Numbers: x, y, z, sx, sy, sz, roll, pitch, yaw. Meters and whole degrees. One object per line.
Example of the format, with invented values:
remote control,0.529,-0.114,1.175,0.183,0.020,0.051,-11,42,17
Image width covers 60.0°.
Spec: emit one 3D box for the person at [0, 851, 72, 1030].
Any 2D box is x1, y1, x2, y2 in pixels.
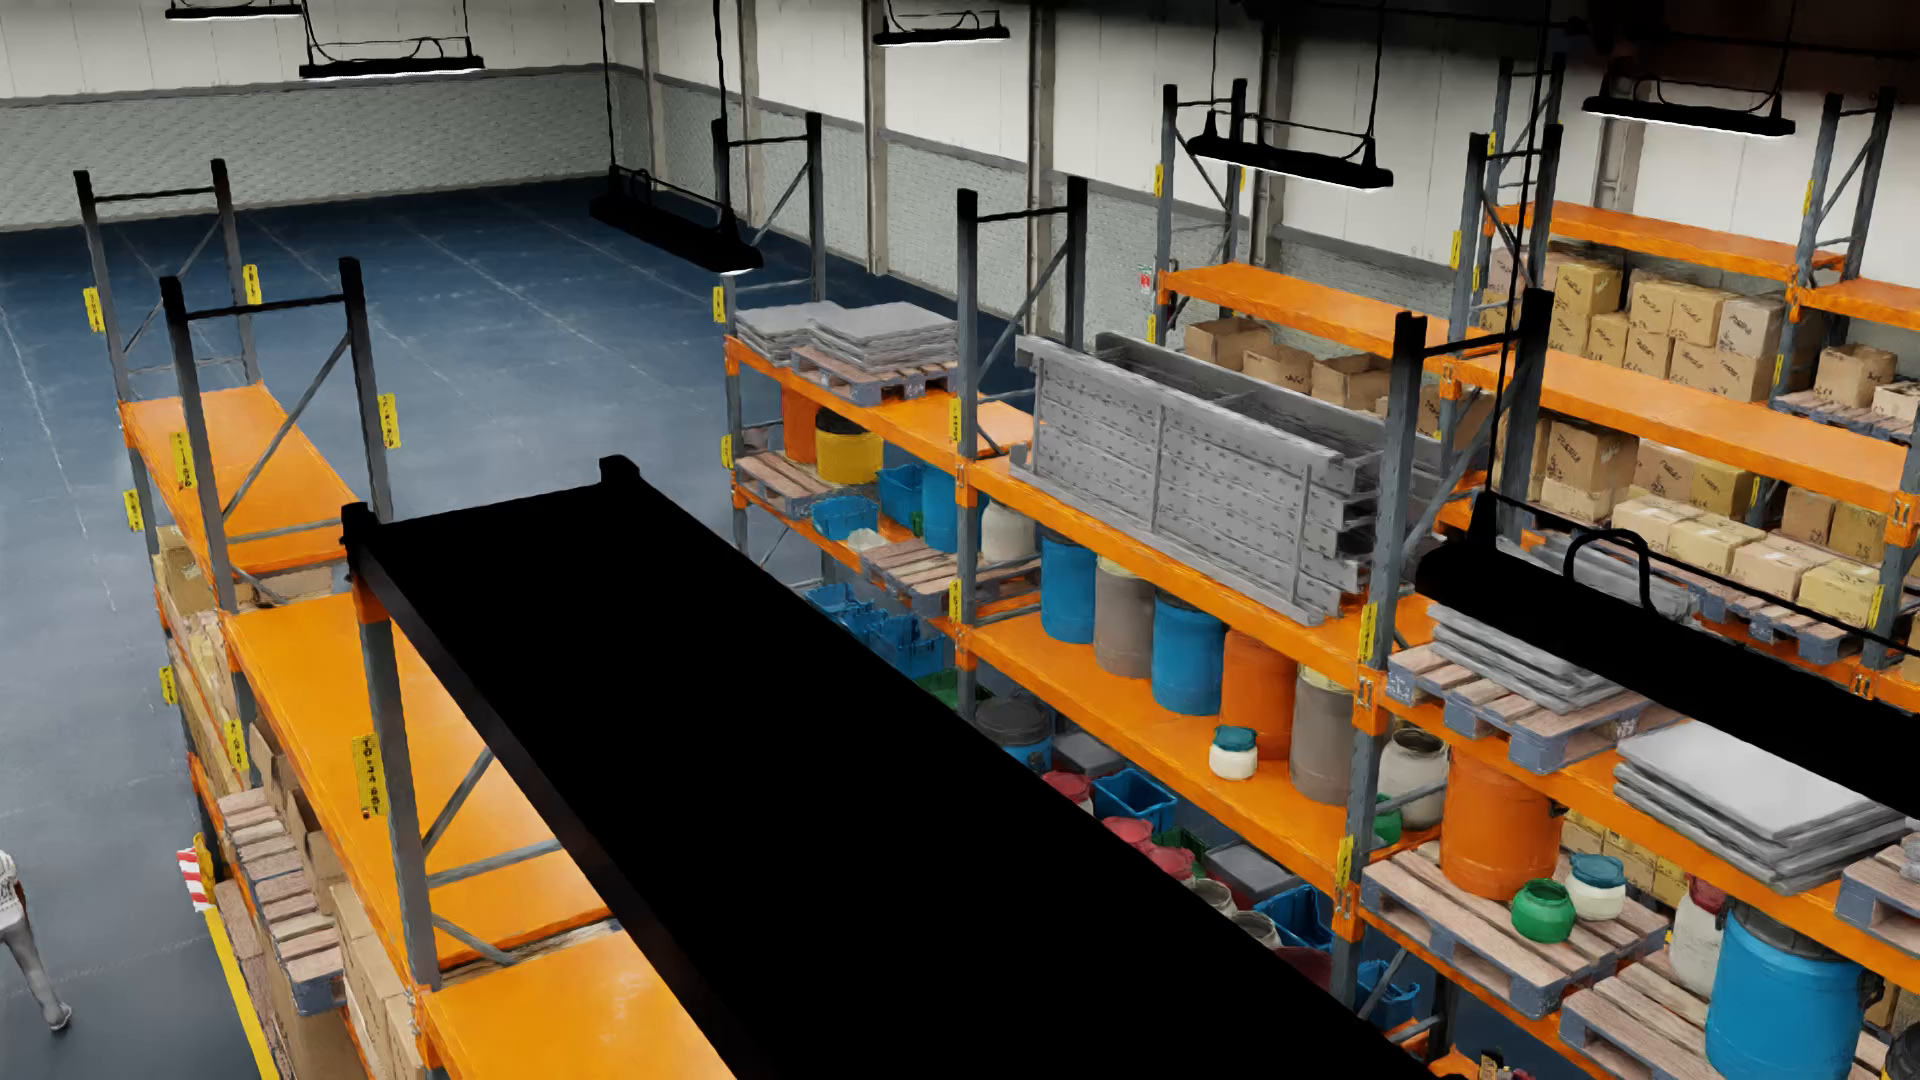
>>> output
person,-7.064,2.822,12.187,0.937,1.626,0.489,14,26,32
